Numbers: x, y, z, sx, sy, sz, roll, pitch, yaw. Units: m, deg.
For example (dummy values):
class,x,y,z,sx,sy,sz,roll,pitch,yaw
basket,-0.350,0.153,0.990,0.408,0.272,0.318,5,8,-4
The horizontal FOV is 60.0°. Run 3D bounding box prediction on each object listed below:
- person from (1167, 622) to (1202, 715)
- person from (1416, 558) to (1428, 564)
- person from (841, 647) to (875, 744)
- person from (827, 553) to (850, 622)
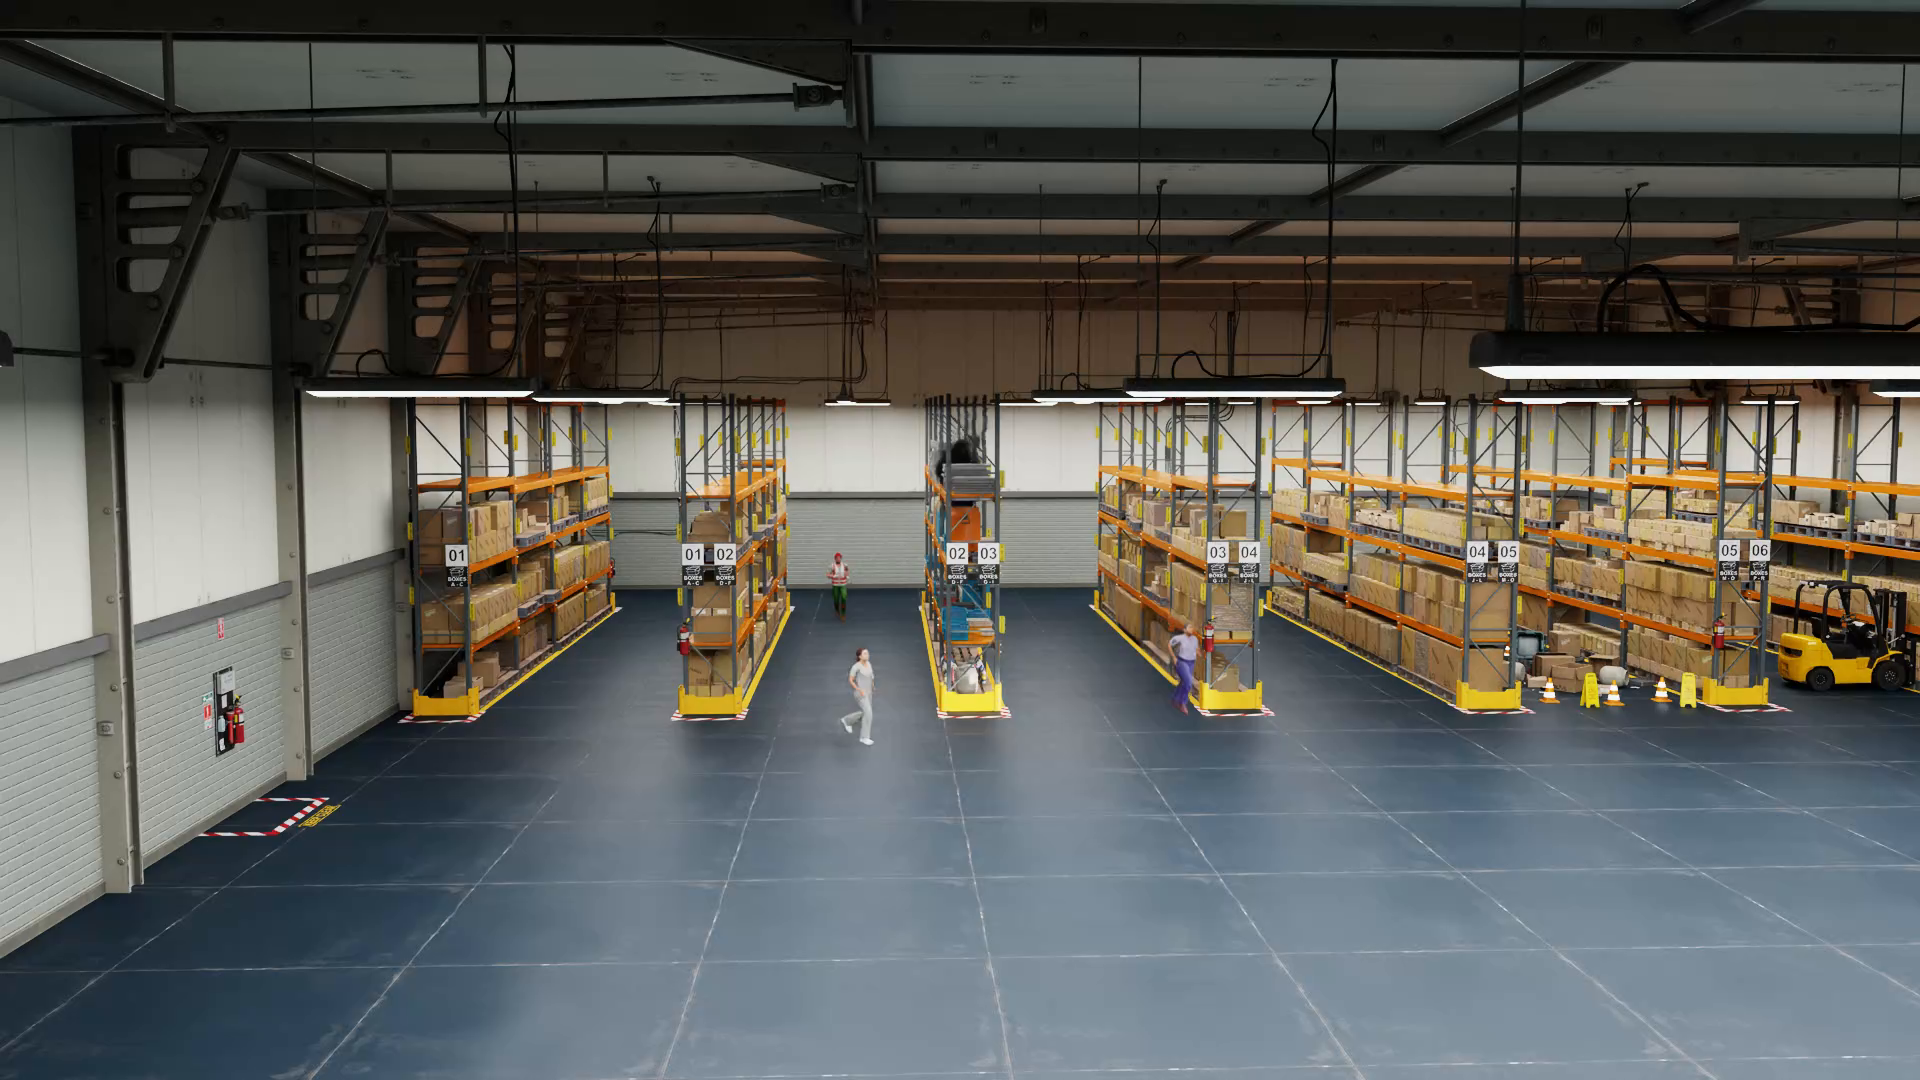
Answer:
class,x,y,z,sx,sy,sz,roll,pitch,yaw
person,4.221,2.413,31.015,0.589,1.612,0.720,-3,6,-36
person,13.720,1.040,49.414,0.753,1.570,0.557,1,5,8
person,-1.753,2.653,28.567,0.698,1.663,0.569,3,5,32
person,-3.295,1.259,45.061,0.642,1.837,0.880,-1,5,-9
